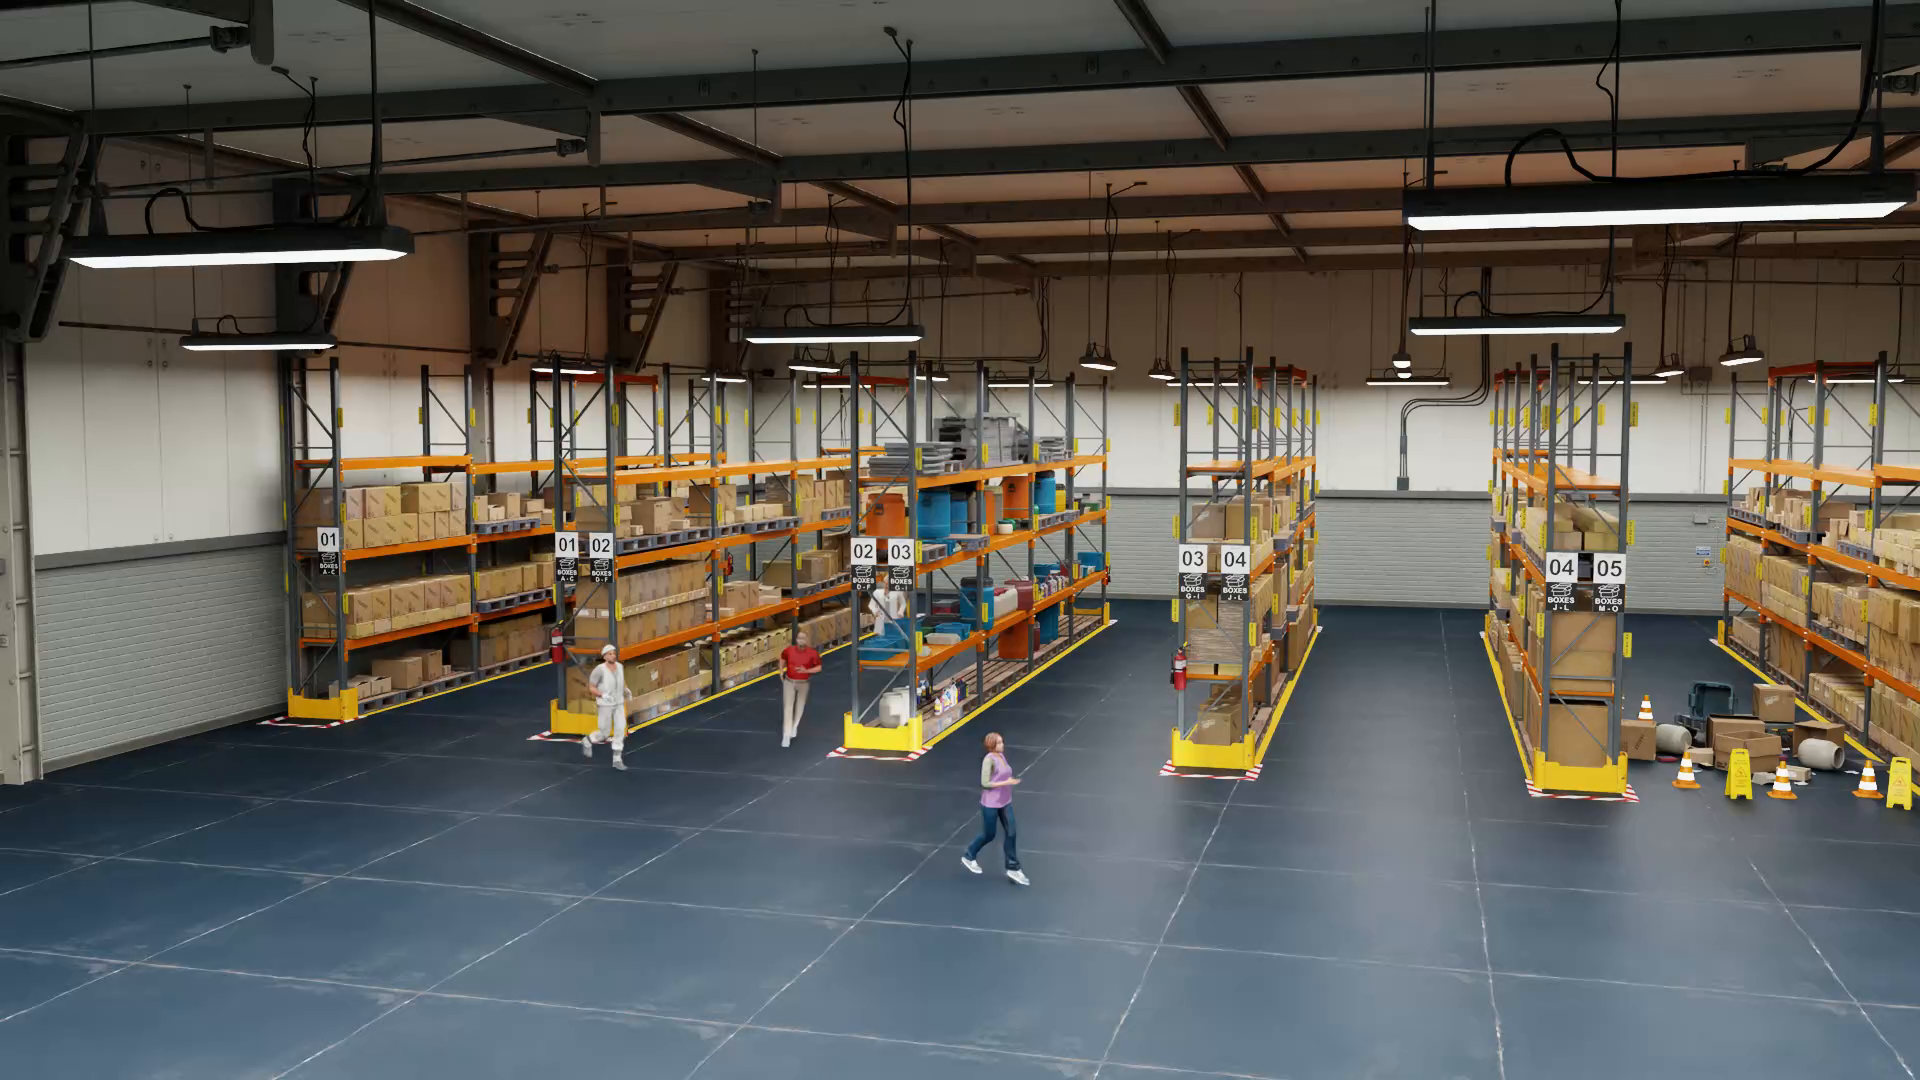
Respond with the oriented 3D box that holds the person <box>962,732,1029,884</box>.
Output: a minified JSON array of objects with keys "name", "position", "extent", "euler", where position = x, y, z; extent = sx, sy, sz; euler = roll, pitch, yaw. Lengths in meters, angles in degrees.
[{"name":"person","position":[0.379,2.866,17.904],"extent":[0.799,1.612,0.533],"euler":[3,5,34]}]

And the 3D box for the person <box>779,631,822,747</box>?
[{"name":"person","position":[-2.469,2.281,25.698],"extent":[0.670,1.757,0.866],"euler":[0,4,-4]}]

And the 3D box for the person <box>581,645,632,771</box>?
[{"name":"person","position":[-5.044,2.378,23.846],"extent":[0.885,1.783,0.664],"euler":[4,6,44]}]

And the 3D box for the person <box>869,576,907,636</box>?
[{"name":"person","position":[-1.369,1.555,31.362],"extent":[0.709,1.753,0.692],"euler":[0,4,3]}]

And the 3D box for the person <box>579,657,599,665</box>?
[{"name":"person","position":[-6.728,1.917,30.177],"extent":[0.567,1.697,0.915],"euler":[0,4,5]}]
